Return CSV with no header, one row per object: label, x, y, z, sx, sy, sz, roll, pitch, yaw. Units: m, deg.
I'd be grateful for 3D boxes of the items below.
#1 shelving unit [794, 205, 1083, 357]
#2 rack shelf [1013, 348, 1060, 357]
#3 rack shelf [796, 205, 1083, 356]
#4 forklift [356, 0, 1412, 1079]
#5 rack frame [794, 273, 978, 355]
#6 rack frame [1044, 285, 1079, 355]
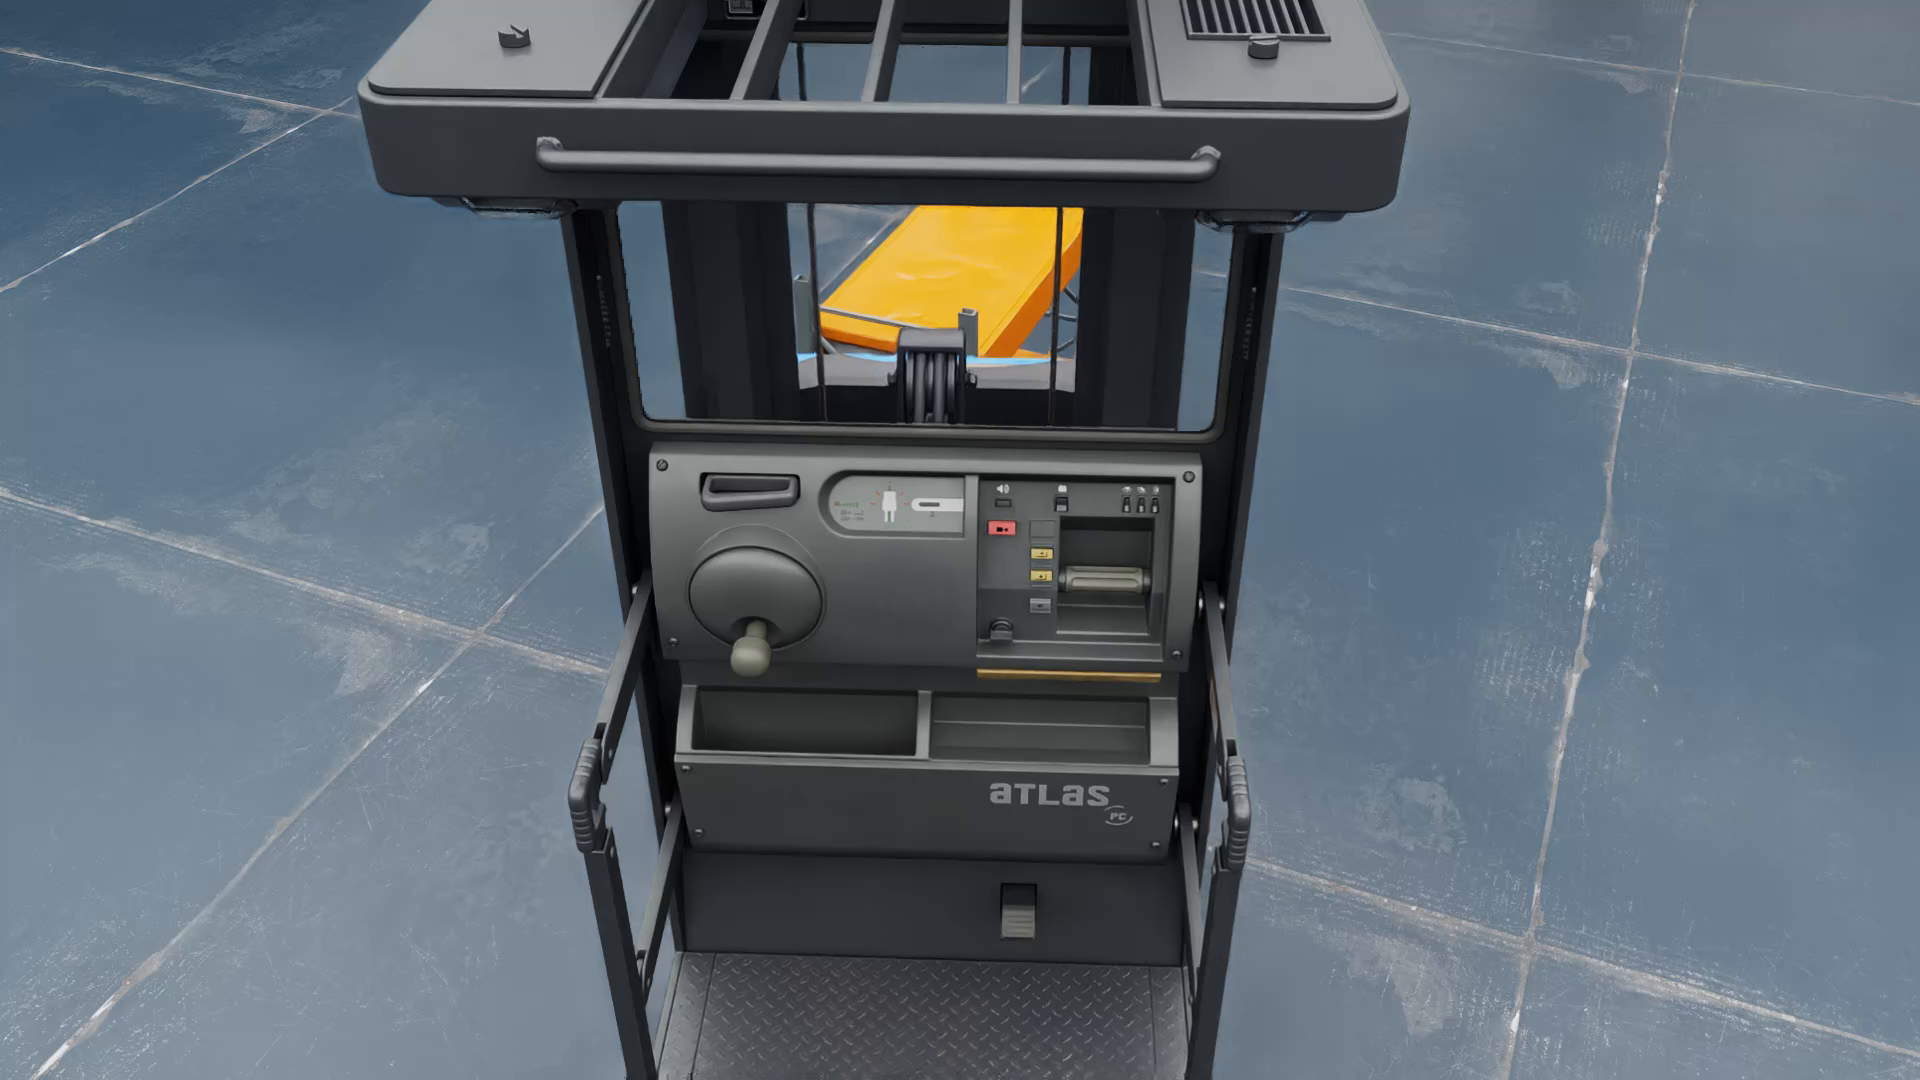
shelving unit,0.003,-0.454,4.918,0.538,1.125,1.048,14,39,18
rack shelf,0.003,-0.258,5.065,0.538,0.278,1.000,14,39,18
rack shelf,0.003,-0.689,4.743,0.538,0.278,1.000,14,39,18
forklift,-0.067,0.111,2.653,1.130,2.935,3.031,1,37,2
rack frame,-0.191,-0.173,4.542,0.500,1.125,0.032,14,39,18
rack frame,0.196,-0.736,5.295,0.500,1.125,0.032,14,39,18
